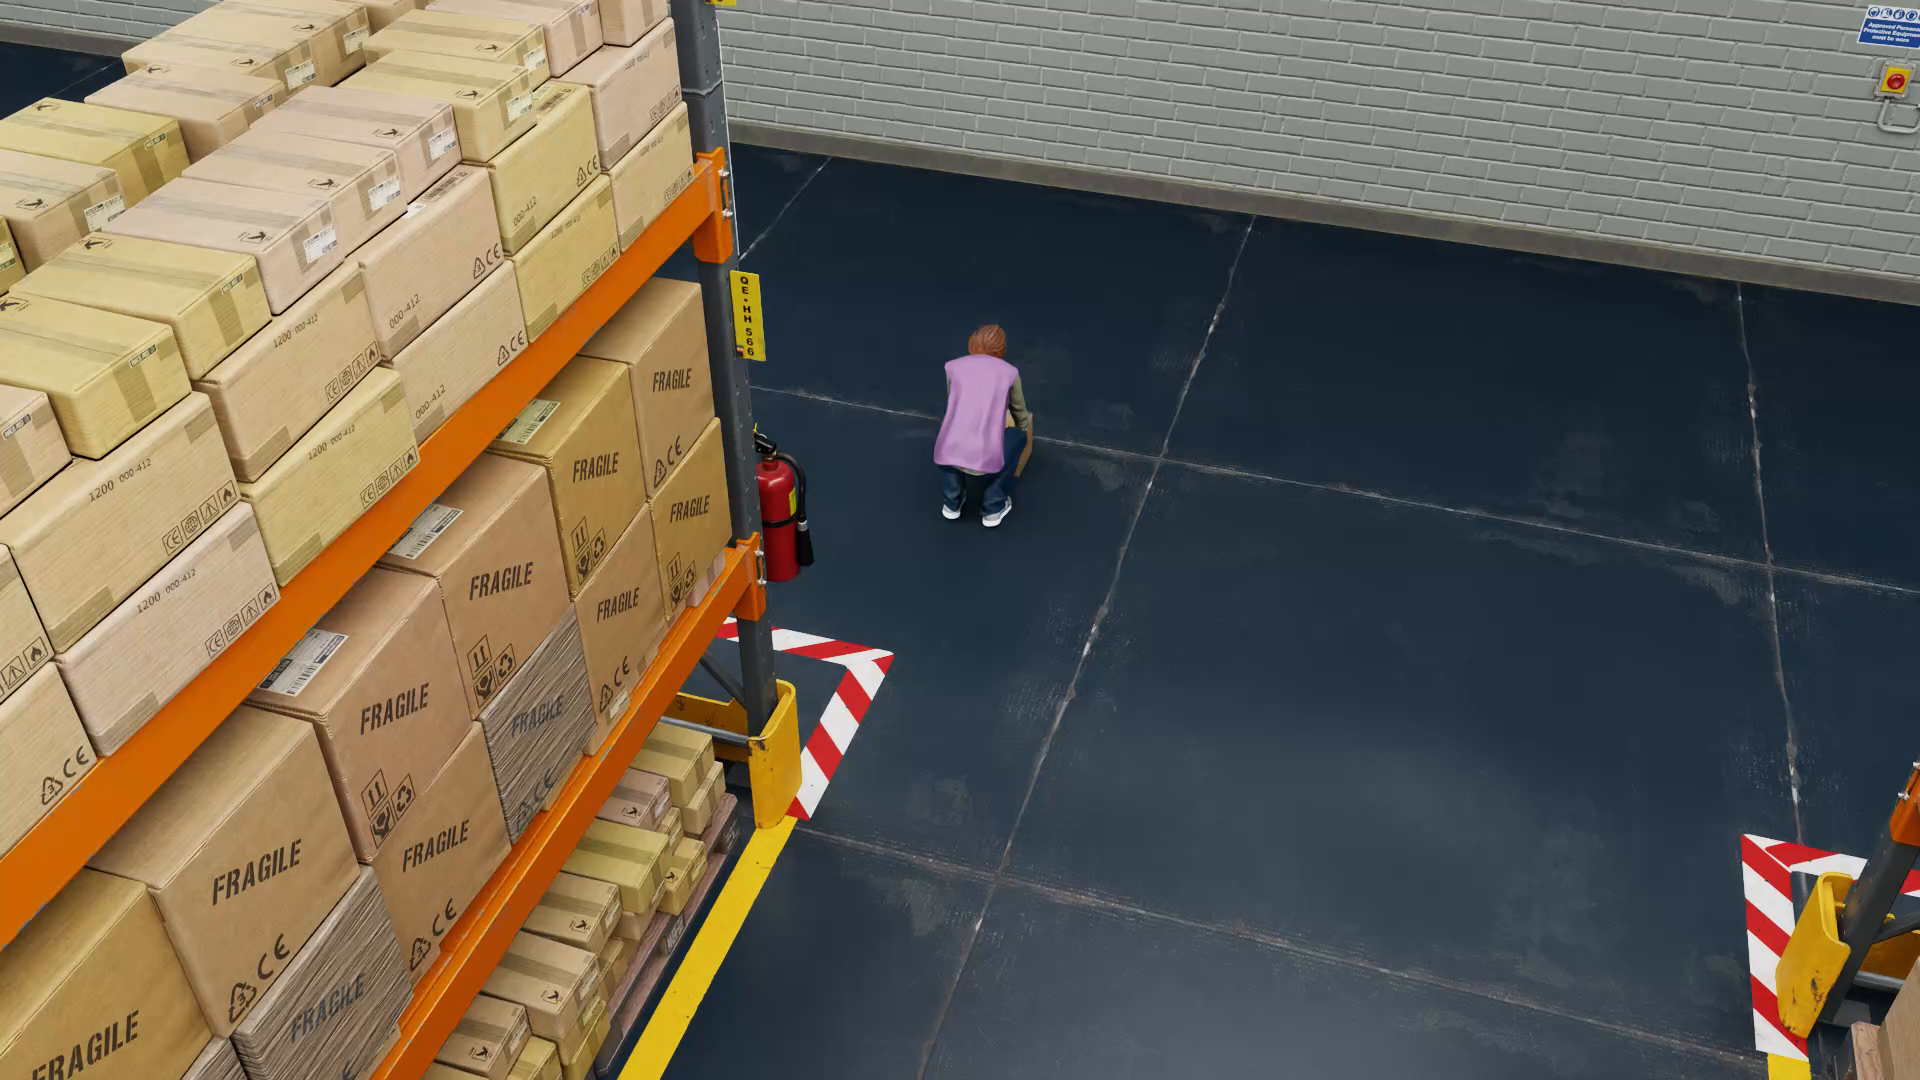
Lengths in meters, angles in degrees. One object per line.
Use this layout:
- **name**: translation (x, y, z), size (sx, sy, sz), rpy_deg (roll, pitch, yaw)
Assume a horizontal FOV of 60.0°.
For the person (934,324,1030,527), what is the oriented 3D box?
- **person**: translation (0.099, -0.543, 8.232), size (0.439, 0.834, 0.802), rpy_deg (11, 39, 14)
